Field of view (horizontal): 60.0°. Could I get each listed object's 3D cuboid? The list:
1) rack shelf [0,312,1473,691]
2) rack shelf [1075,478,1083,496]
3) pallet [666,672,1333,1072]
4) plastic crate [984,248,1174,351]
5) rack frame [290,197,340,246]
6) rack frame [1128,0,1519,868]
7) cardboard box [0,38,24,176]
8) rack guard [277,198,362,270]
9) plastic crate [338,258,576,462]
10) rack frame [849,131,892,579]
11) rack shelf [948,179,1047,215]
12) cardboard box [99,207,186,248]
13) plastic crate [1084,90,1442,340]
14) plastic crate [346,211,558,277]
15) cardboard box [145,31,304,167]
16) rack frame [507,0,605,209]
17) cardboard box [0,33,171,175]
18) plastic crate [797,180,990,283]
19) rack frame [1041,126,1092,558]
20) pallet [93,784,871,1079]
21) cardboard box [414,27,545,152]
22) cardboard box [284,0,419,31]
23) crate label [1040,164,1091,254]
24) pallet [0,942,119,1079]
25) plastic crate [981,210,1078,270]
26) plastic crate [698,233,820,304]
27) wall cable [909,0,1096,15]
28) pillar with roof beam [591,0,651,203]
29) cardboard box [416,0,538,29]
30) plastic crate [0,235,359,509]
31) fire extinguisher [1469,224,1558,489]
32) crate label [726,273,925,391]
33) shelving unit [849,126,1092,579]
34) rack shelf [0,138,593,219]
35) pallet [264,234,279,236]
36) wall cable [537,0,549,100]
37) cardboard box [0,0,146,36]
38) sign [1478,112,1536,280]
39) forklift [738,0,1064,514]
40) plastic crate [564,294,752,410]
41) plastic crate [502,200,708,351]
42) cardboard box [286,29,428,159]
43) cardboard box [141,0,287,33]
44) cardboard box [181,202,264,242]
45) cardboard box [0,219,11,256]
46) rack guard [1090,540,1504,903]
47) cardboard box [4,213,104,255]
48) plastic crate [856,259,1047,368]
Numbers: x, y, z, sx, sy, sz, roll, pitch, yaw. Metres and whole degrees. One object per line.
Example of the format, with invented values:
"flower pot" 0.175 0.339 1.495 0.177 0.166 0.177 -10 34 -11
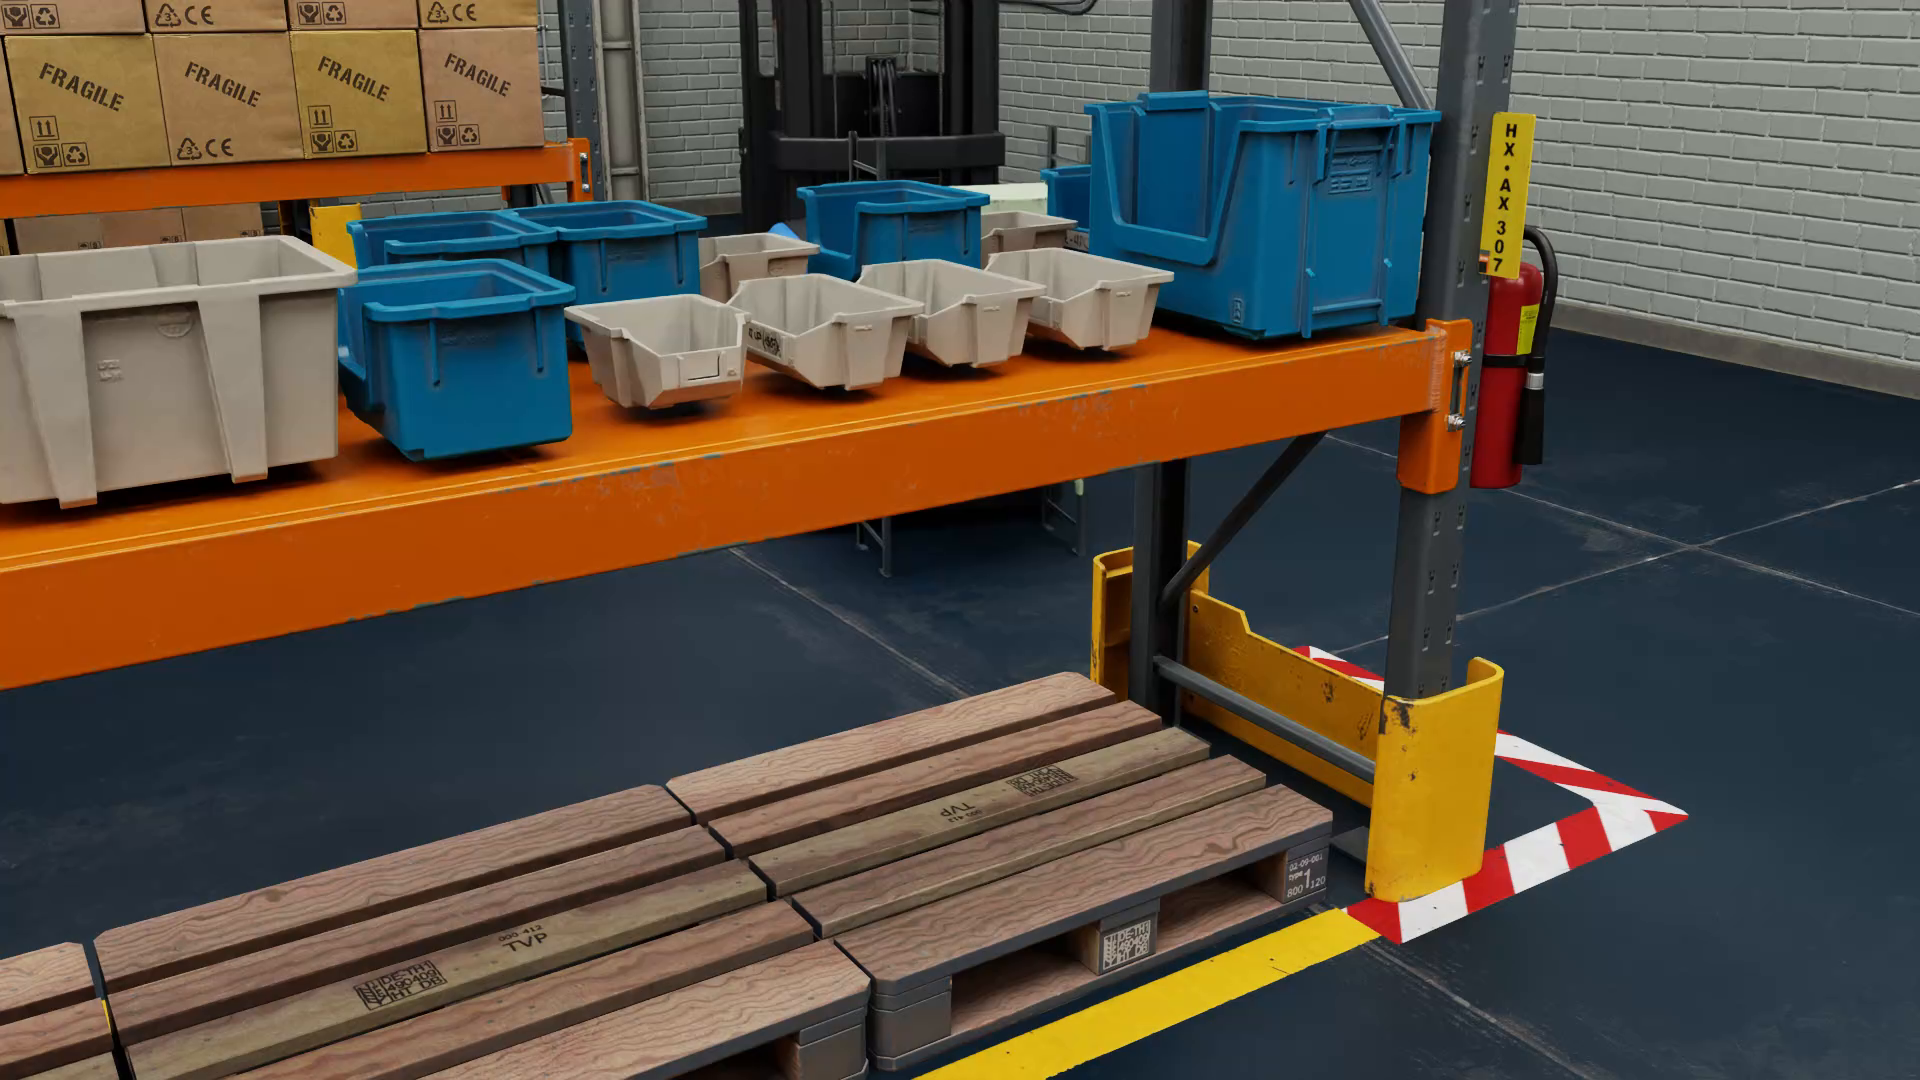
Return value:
"rack shelf" -0.880 -0.071 2.893 4.000 0.370 1.077 -12 22 -31
"rack shelf" 0.036 -0.363 5.995 0.720 0.370 0.431 -6 20 -17
"pallet" 0.080 0.692 3.868 1.213 0.211 1.003 -12 22 -31
"plastic crate" 0.208 -0.475 3.284 0.243 0.136 0.396 -12 22 -31
"rack frame" -4.659 -3.414 11.658 0.127 3.000 1.000 -12 22 -31
"rack frame" 0.790 -0.764 3.820 0.127 3.000 1.000 -12 22 -31
"cardboard box" -3.851 -1.627 6.219 0.500 0.500 0.500 -12 22 -32
"rack guard" -4.639 -2.234 12.071 0.348 0.500 1.175 -12 22 -31
"plastic crate" -0.784 -0.282 2.564 0.300 0.233 0.416 -12 22 -31
"rack frame" -0.312 -0.636 5.784 0.023 1.500 0.400 -6 20 -17
"rack shelf" 0.036 -1.042 5.765 0.720 0.370 0.431 -6 20 -17
"cardboard box" -5.606 -2.190 11.287 0.500 0.500 0.700 -12 22 -32
"plastic crate" 0.613 -0.700 3.482 0.499 0.435 0.616 -12 22 -31
"plastic crate" -0.948 -0.473 3.127 0.300 0.233 0.416 -12 22 -31
"cardboard box" -3.007 -1.806 6.748 0.500 0.500 0.500 -12 22 -31
"rack frame" -1.931 -2.089 7.741 0.127 3.000 1.000 -12 22 -31
"cardboard box" -3.428 -1.717 6.485 0.500 0.500 0.500 -12 22 -32
"plastic crate" -0.147 -0.641 3.626 0.300 0.233 0.416 -12 22 -31
"rack frame" 0.385 -0.708 5.997 0.023 1.500 0.400 -6 20 -17
"pallet" -0.938 0.906 3.236 1.213 0.211 1.003 -12 22 -31
"cardboard box" -2.156 -1.985 7.276 0.500 0.500 0.500 -11 22 -30
"cardboard box" -2.573 -2.369 6.851 0.500 0.500 0.500 -11 22 -30
"crate label" 0.403 -0.757 3.969 0.303 0.233 0.416 -12 22 -31
"pallet" -1.958 1.122 2.596 1.213 0.211 1.003 -12 22 -31
"plastic crate" 0.089 -0.677 3.883 0.298 0.136 0.250 -12 22 -31
"plastic crate" -0.477 -0.558 3.529 0.298 0.136 0.250 -12 22 -31
"wall cable" 0.261 -5.685 13.859 0.112 2.526 3.097 -12 22 -31
"pillar with roof beam" -0.512 -5.811 9.383 0.400 9.000 9.100 -12 22 -31
"cardboard box" -2.152 -2.458 7.115 0.500 0.500 0.500 -12 22 -32
"plastic crate" -1.174 -0.251 2.395 0.530 0.282 0.437 -12 22 -31
"fire extinguisher" 1.166 -0.455 3.611 0.183 0.674 0.296 -12 22 -31
"crate label" -0.261 -0.372 2.980 0.243 0.136 0.396 -12 22 -31
"shelving unit" 0.036 -0.672 5.890 0.755 1.500 0.431 -6 20 -17
"rack shelf" -3.602 -1.396 6.814 4.000 0.370 1.077 -12 22 -31
"pallet" -5.284 -1.931 11.626 1.213 0.211 1.003 -12 22 -31
"wall cable" -4.110 -4.373 12.911 1.851 1.984 0.084 -12 22 -31
"cardboard box" -3.433 -2.186 6.310 0.500 0.500 0.500 -11 22 -30
"sign" 1.106 -0.697 3.367 0.005 0.325 0.100 -12 22 -31
"forklift" -0.431 -1.900 7.290 1.130 2.935 3.031 -4 19 -13
"plastic crate" -0.498 -0.315 2.812 0.250 0.136 0.298 -12 22 -31
"plastic crate" -0.697 -0.525 3.283 0.300 0.233 0.416 -12 22 -31
"cardboard box" -2.587 -1.893 7.003 0.500 0.500 0.500 -12 22 -31
"cardboard box" -3.004 -2.277 6.578 0.500 0.500 0.500 -11 22 -30
"cardboard box" -5.188 -2.278 11.548 0.500 0.500 0.700 -12 22 -31
"cardboard box" -6.467 -2.005 10.741 0.500 0.500 0.700 -11 22 -30
"rack guard" 0.803 0.413 4.243 0.348 0.500 1.175 -12 22 -31
"cardboard box" -6.026 -2.101 11.024 0.500 0.500 0.700 -13 22 -33
"plastic crate" -0.042 -0.428 3.145 0.243 0.136 0.396 -12 22 -31
